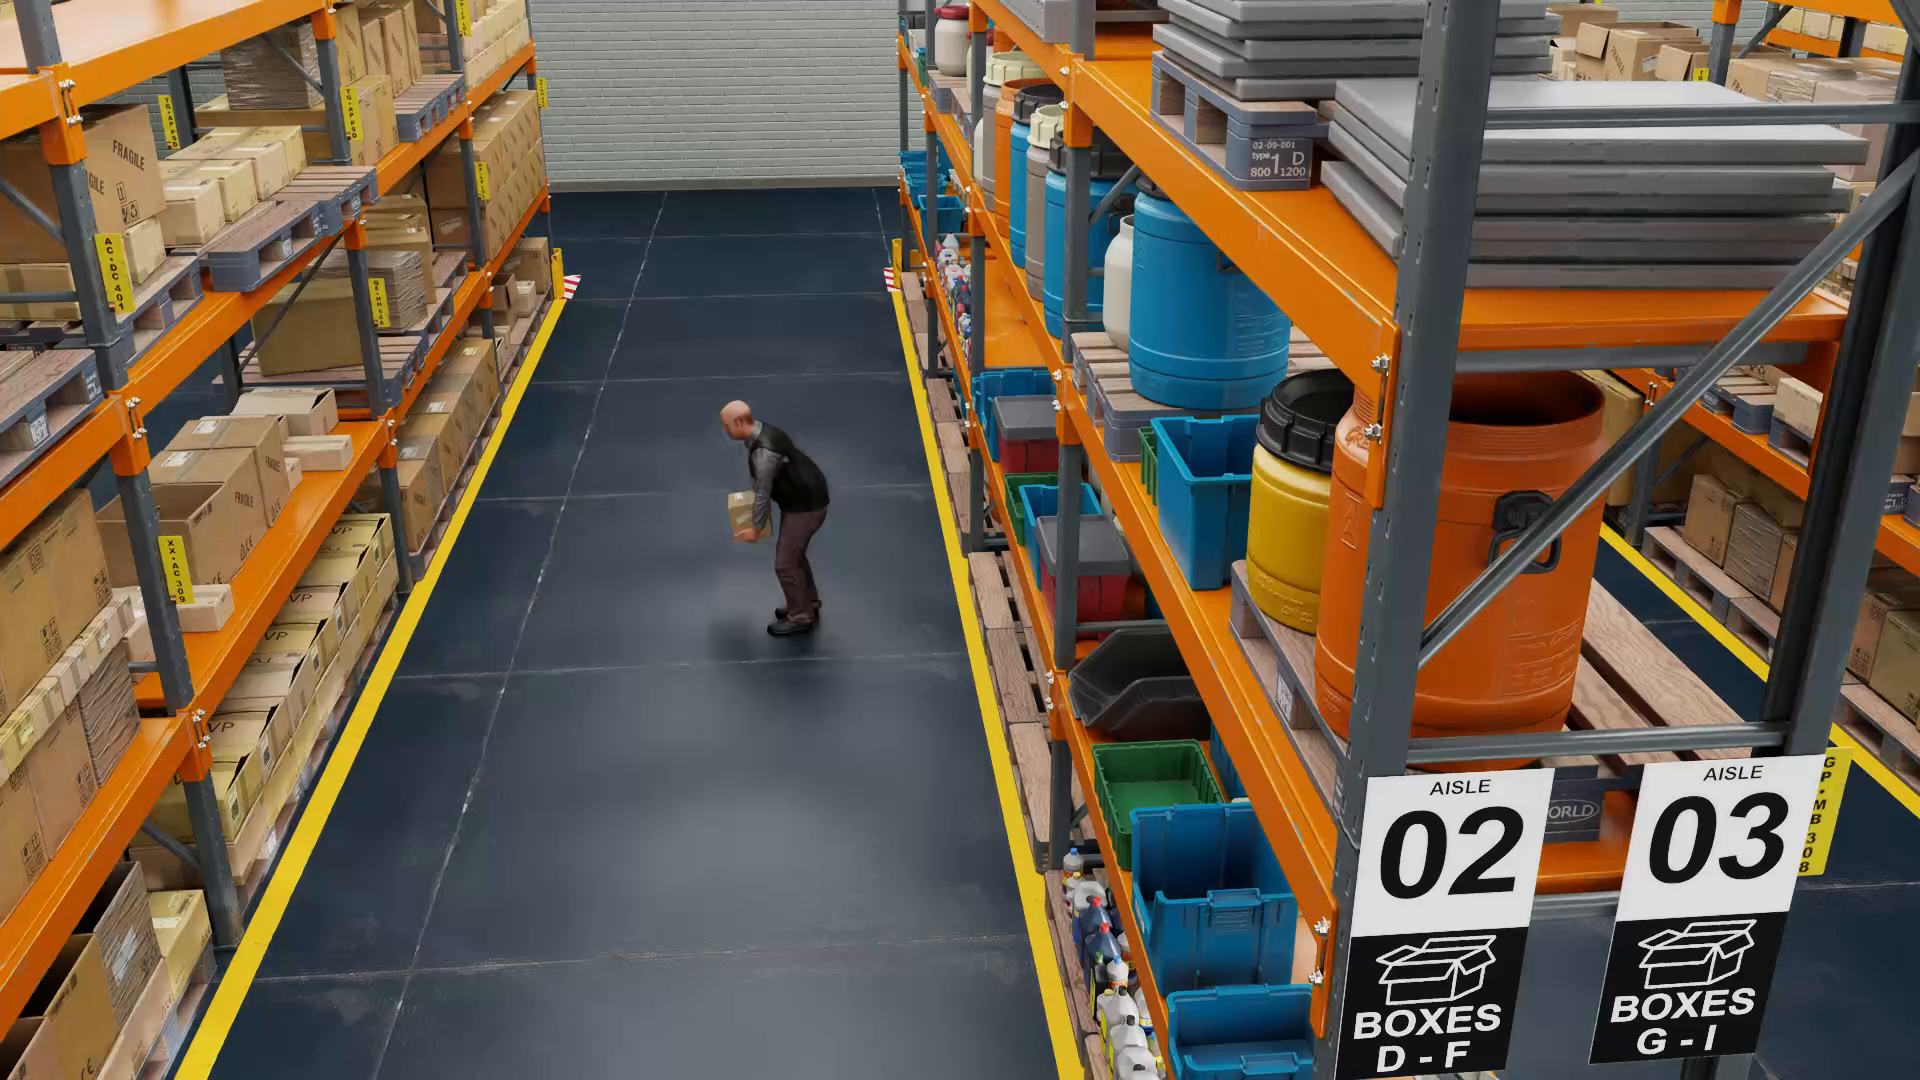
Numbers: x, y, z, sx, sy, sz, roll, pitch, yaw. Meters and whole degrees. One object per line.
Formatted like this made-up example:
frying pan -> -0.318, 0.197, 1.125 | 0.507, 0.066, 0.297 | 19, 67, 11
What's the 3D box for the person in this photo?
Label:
person -> -1.191, -0.160, 10.908 | 0.675, 1.600, 0.470 | -3, 24, -6
